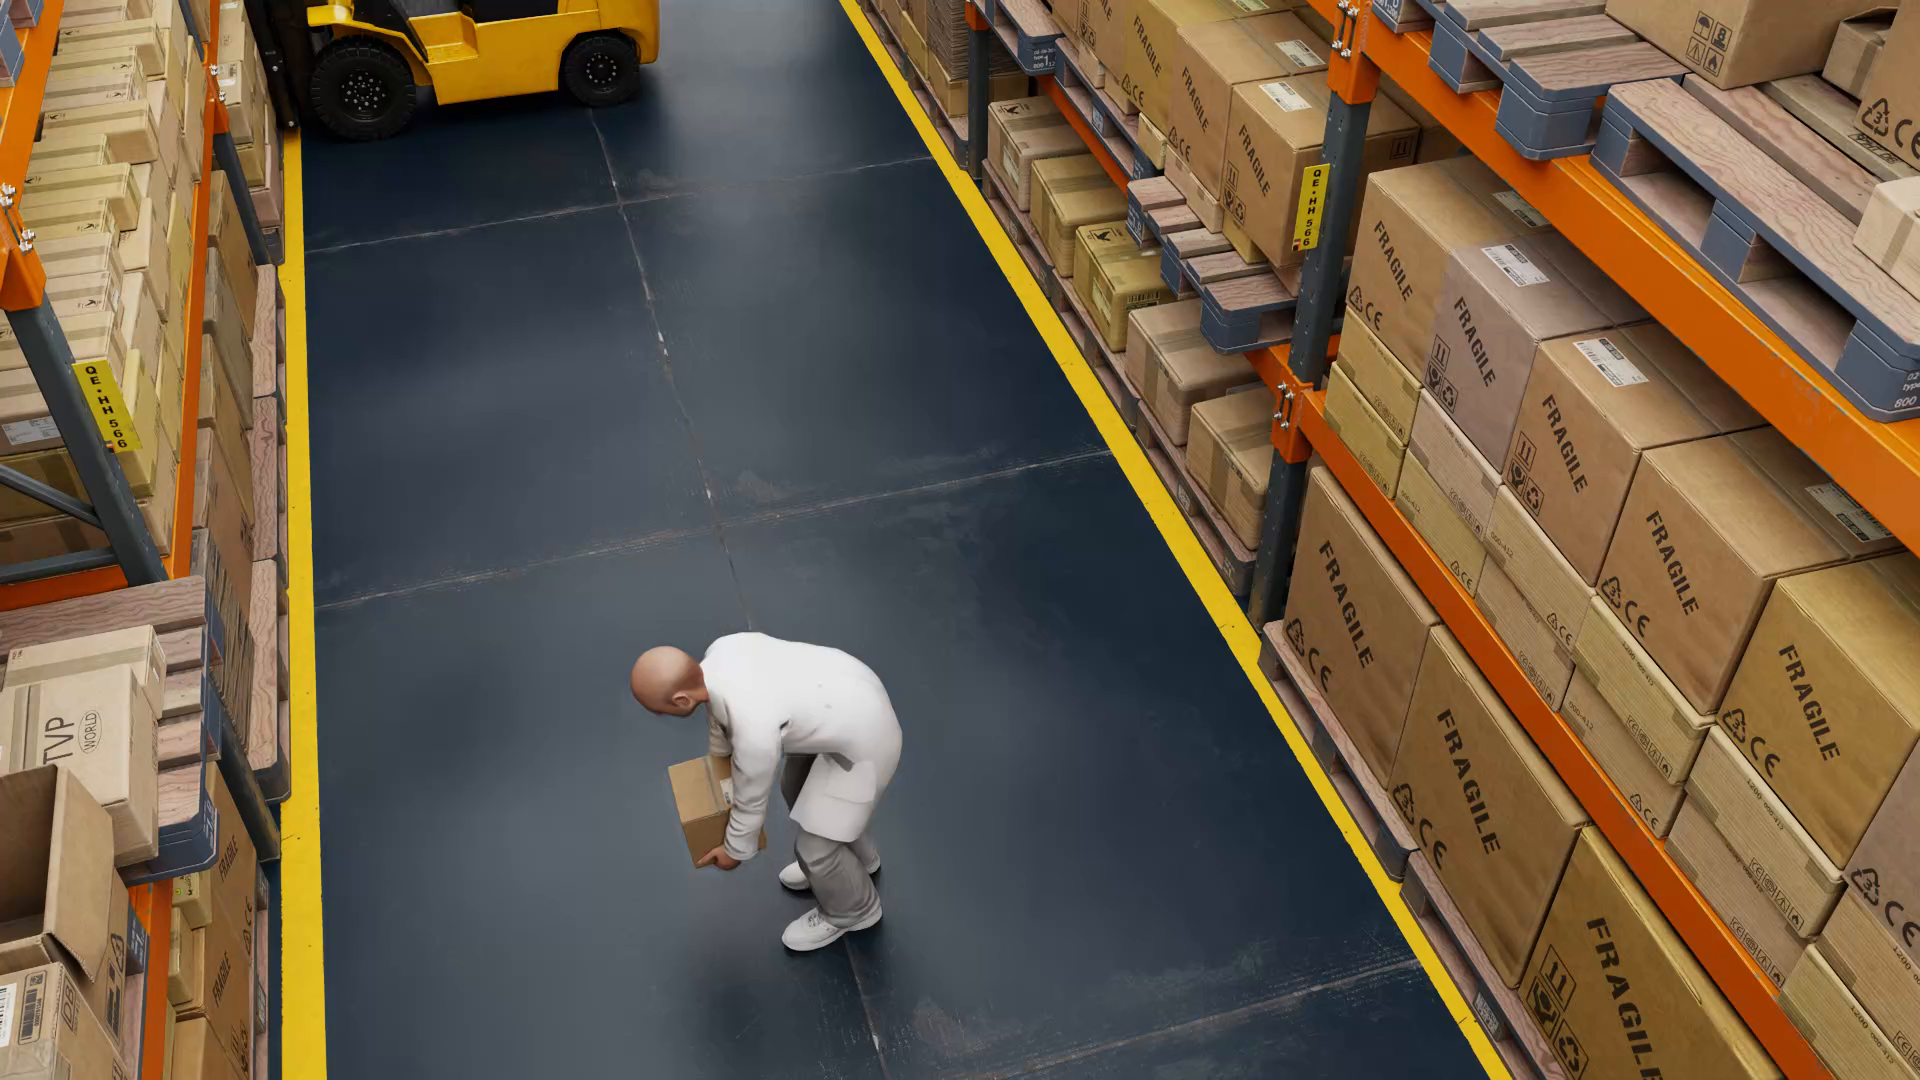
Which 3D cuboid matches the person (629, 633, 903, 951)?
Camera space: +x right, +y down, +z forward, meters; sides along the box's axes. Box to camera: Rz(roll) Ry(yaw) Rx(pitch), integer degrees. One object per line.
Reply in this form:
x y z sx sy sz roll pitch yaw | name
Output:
-0.603 0.839 5.545 0.834 1.355 0.550 -13 43 -14 | person
